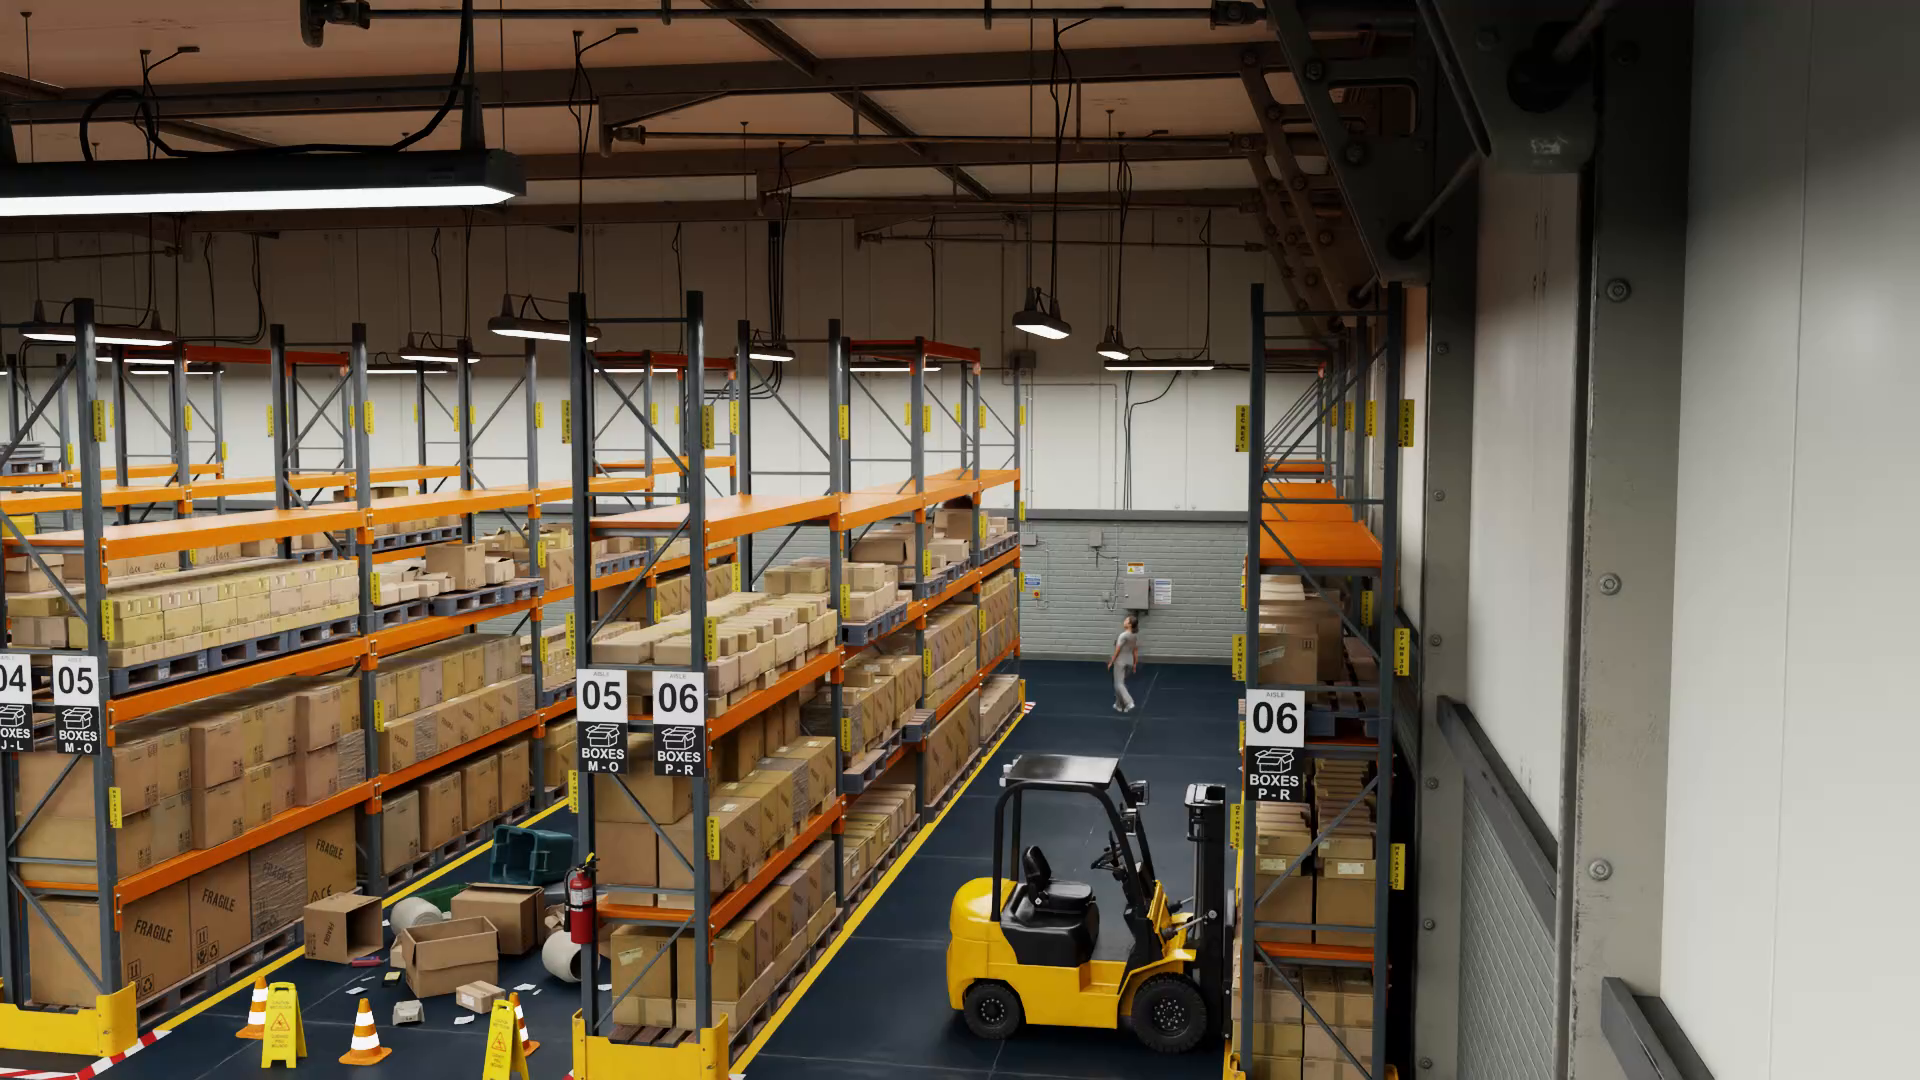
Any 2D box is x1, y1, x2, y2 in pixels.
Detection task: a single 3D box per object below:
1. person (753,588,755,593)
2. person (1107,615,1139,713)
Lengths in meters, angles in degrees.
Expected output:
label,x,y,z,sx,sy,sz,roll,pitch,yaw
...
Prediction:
label,x,y,z,sx,sy,sz,roll,pitch,yaw
person,-4.015,1.737,31.971,0.616,1.728,1.000,3,6,36
person,2.659,2.011,26.850,0.540,1.601,0.953,-2,5,-24
